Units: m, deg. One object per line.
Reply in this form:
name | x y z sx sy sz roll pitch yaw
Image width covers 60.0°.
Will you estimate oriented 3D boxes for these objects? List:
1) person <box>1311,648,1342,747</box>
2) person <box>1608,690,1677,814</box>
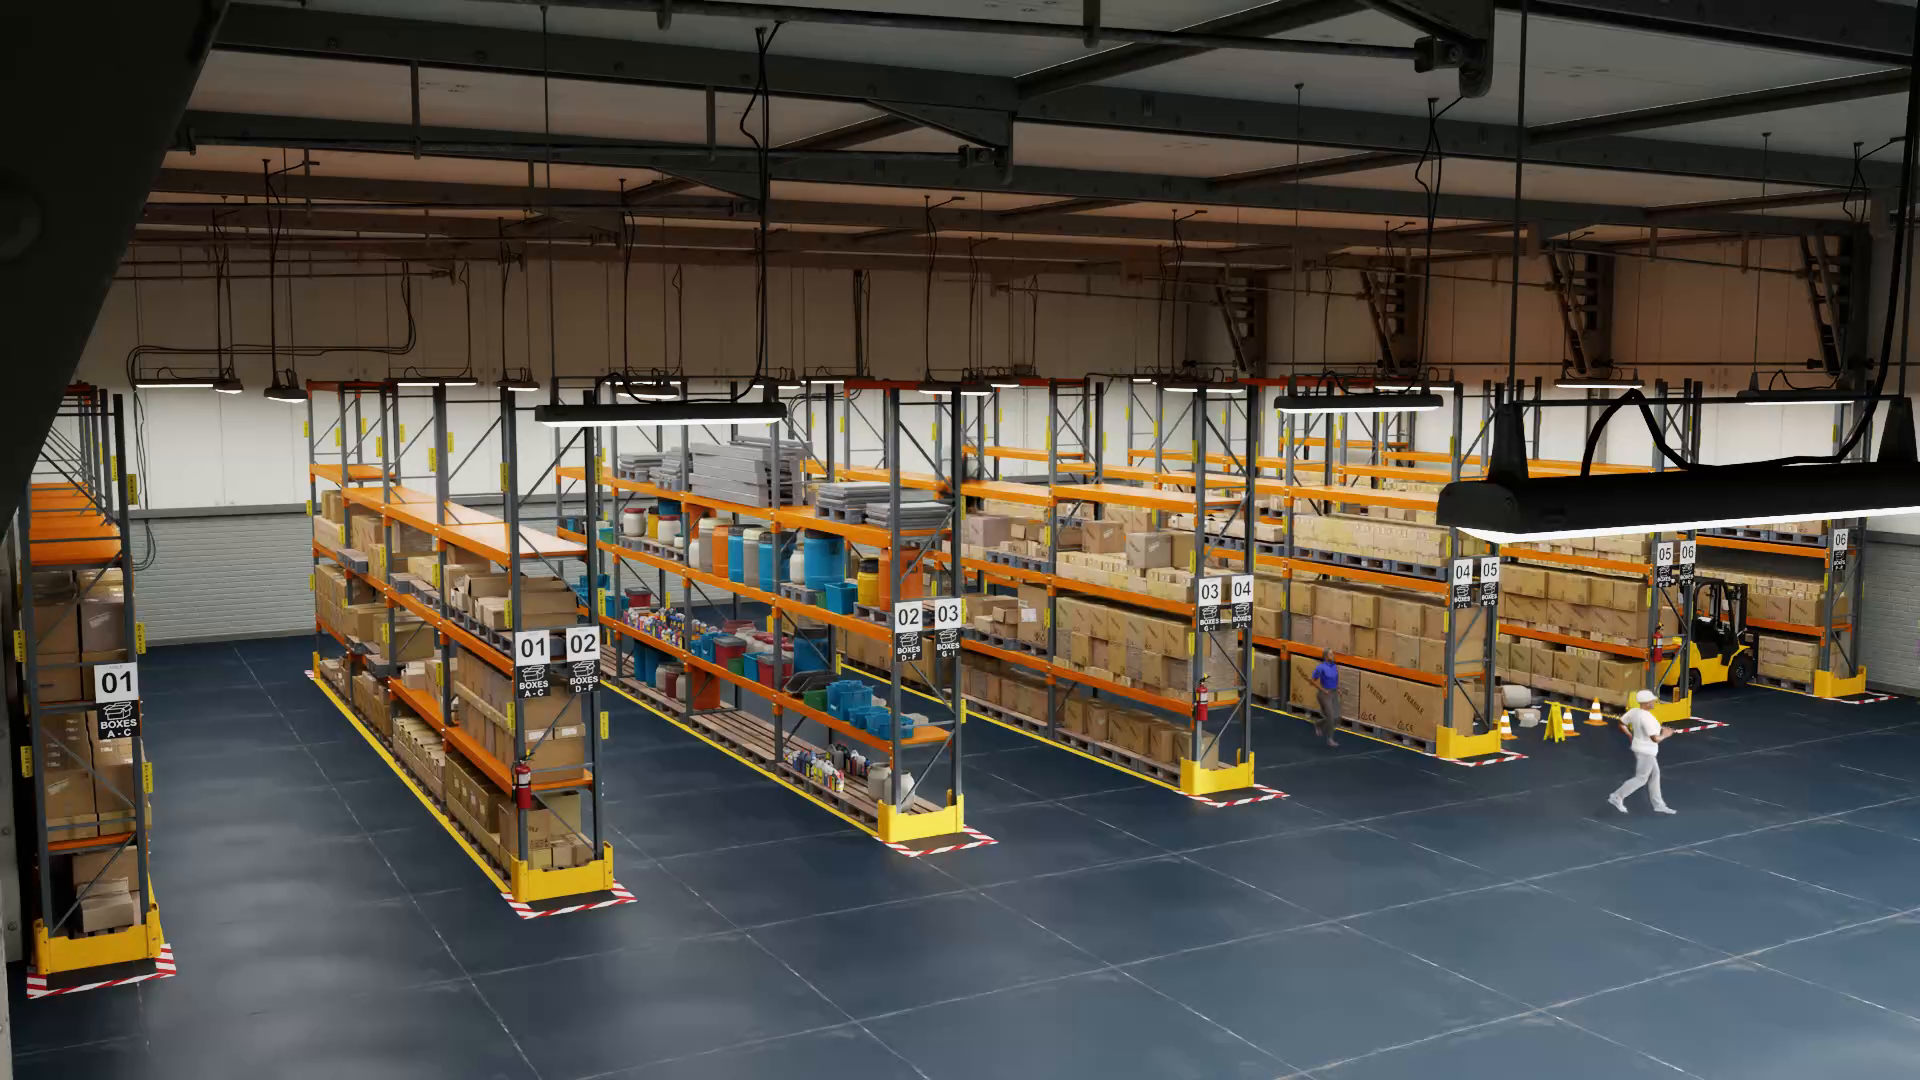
person | 6.055 2.599 27.614 0.587 1.615 0.601 -5 8 -37
person | 9.544 2.962 23.178 0.980 1.758 0.697 1 6 5
